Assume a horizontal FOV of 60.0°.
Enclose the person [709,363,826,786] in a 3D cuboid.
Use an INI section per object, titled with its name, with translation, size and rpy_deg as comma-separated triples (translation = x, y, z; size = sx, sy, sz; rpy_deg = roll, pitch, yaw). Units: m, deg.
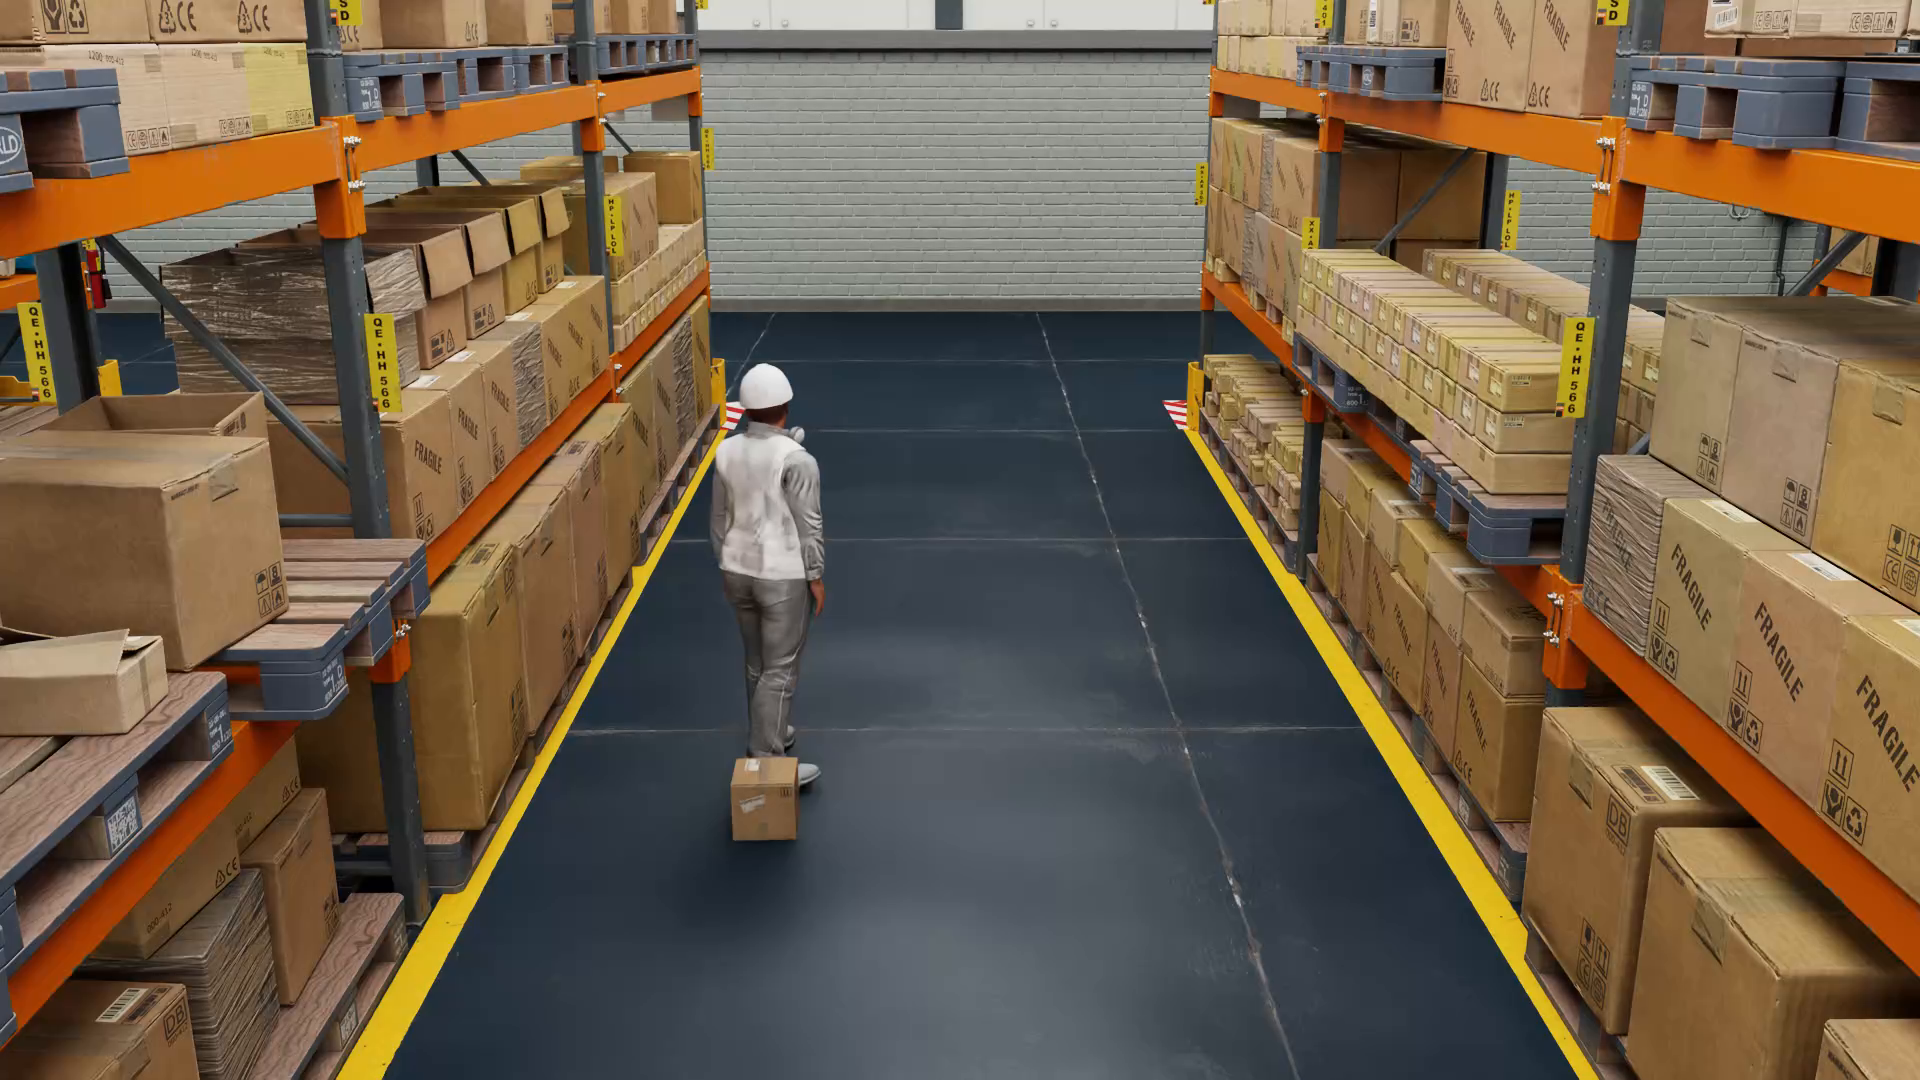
[person]
translation = -0.785, 0.142, 7.009
size = 0.544, 1.776, 0.551
rpy_deg = 12, 21, 35
